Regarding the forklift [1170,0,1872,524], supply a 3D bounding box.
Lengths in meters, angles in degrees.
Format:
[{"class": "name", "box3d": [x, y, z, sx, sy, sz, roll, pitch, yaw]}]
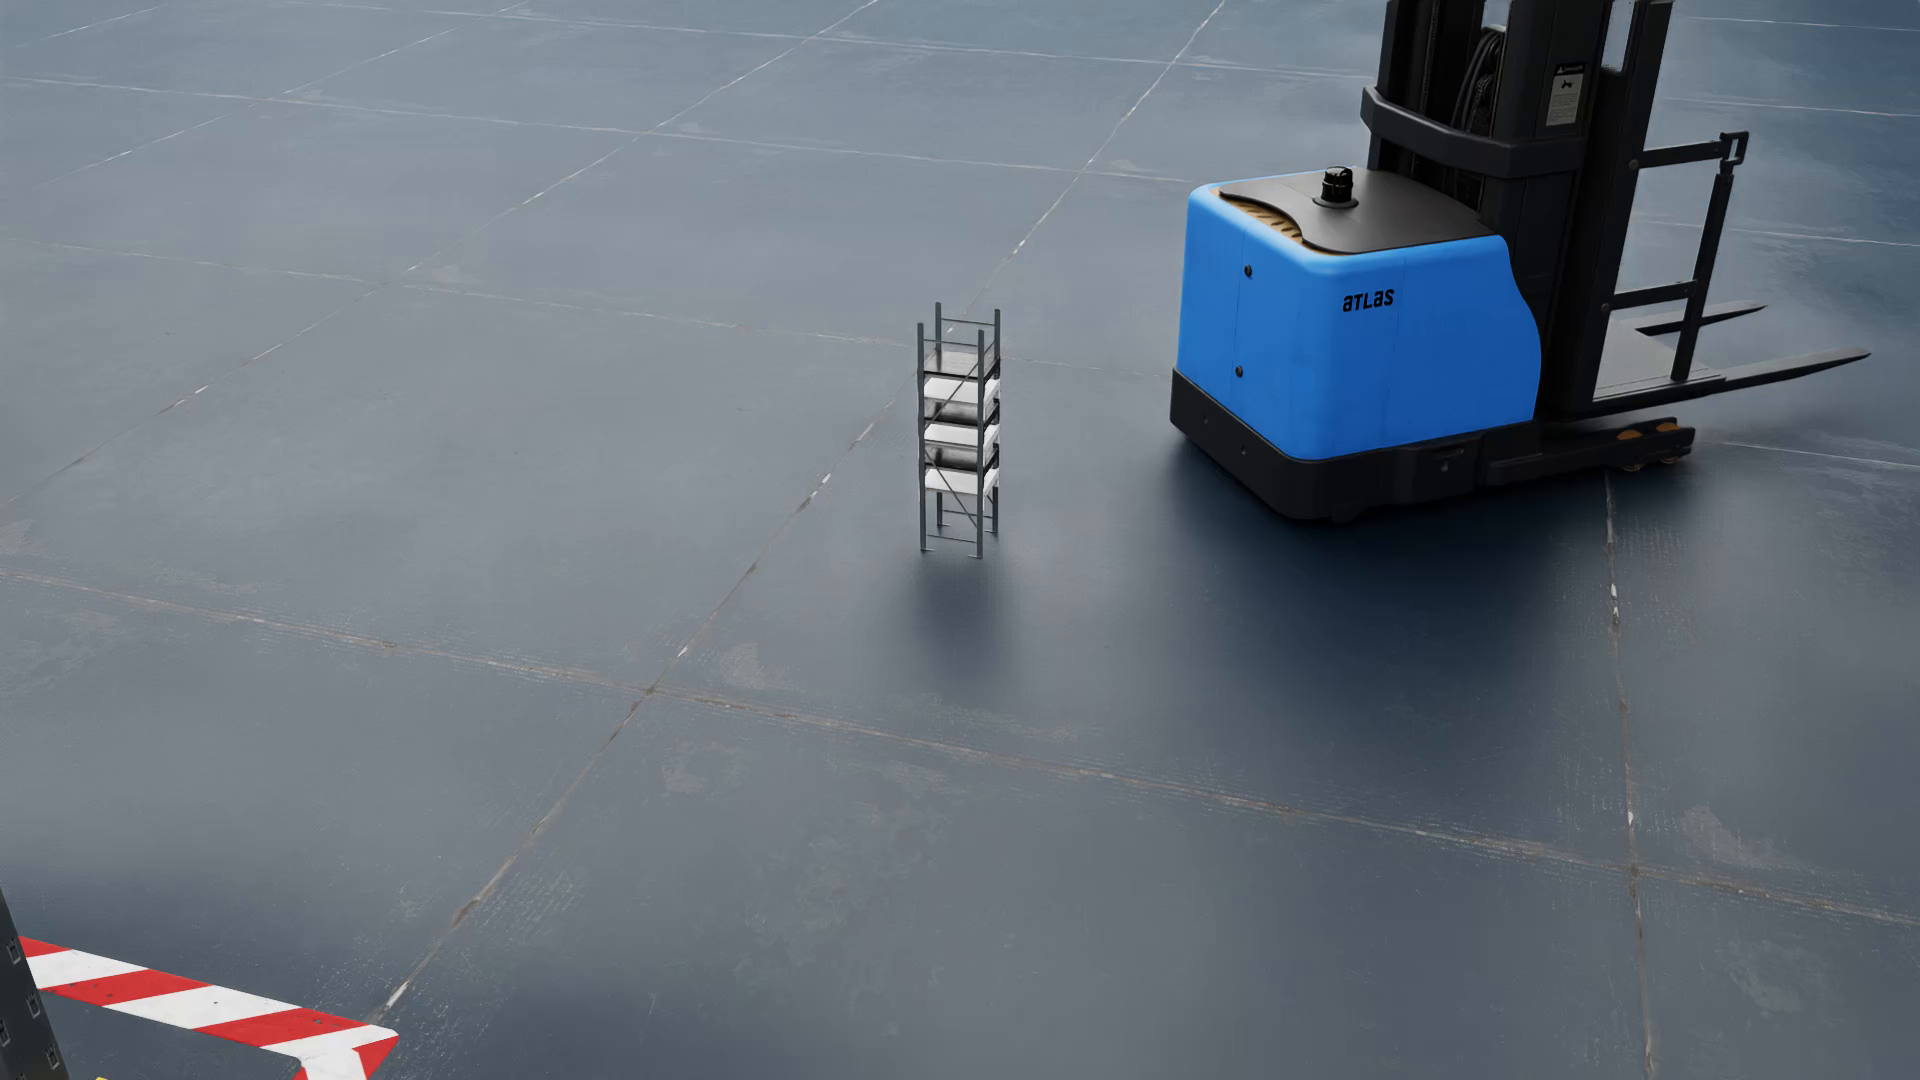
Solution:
[{"class": "forklift", "box3d": [2.454, -1.785, 6.444, 3.031, 2.935, 1.130, -11, 31, -19]}]

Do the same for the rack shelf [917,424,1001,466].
[{"class": "rack shelf", "box3d": [-0.002, -0.360, 6.041, 0.258, 0.077, 0.200, 8, 30, 15]}]

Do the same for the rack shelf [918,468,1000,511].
[{"class": "rack shelf", "box3d": [-0.002, -0.203, 6.128, 0.258, 0.077, 0.200, 8, 30, 15]}]

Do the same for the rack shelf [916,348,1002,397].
[{"class": "rack shelf", "box3d": [-0.002, -0.596, 5.909, 0.258, 0.077, 0.200, 8, 30, 15]}]

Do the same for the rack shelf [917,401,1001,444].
[{"class": "rack shelf", "box3d": [-0.002, -0.439, 5.997, 0.258, 0.077, 0.200, 8, 30, 15]}]

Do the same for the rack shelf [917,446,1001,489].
[{"class": "rack shelf", "box3d": [-0.002, -0.282, 6.084, 0.258, 0.077, 0.200, 8, 30, 15]}]

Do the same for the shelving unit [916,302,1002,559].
[{"class": "shelving unit", "box3d": [-0.002, -0.389, 6.024, 0.258, 0.900, 0.210, 8, 30, 15]}]

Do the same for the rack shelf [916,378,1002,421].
[{"class": "rack shelf", "box3d": [-0.002, -0.518, 5.953, 0.258, 0.077, 0.200, 8, 30, 15]}]

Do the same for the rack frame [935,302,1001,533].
[{"class": "rack frame", "box3d": [0.027, -0.437, 6.109, 0.240, 0.900, 0.006, 8, 30, 15]}]

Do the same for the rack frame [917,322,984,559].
[{"class": "rack frame", "box3d": [-0.032, -0.342, 5.940, 0.240, 0.900, 0.006, 8, 30, 15]}]
